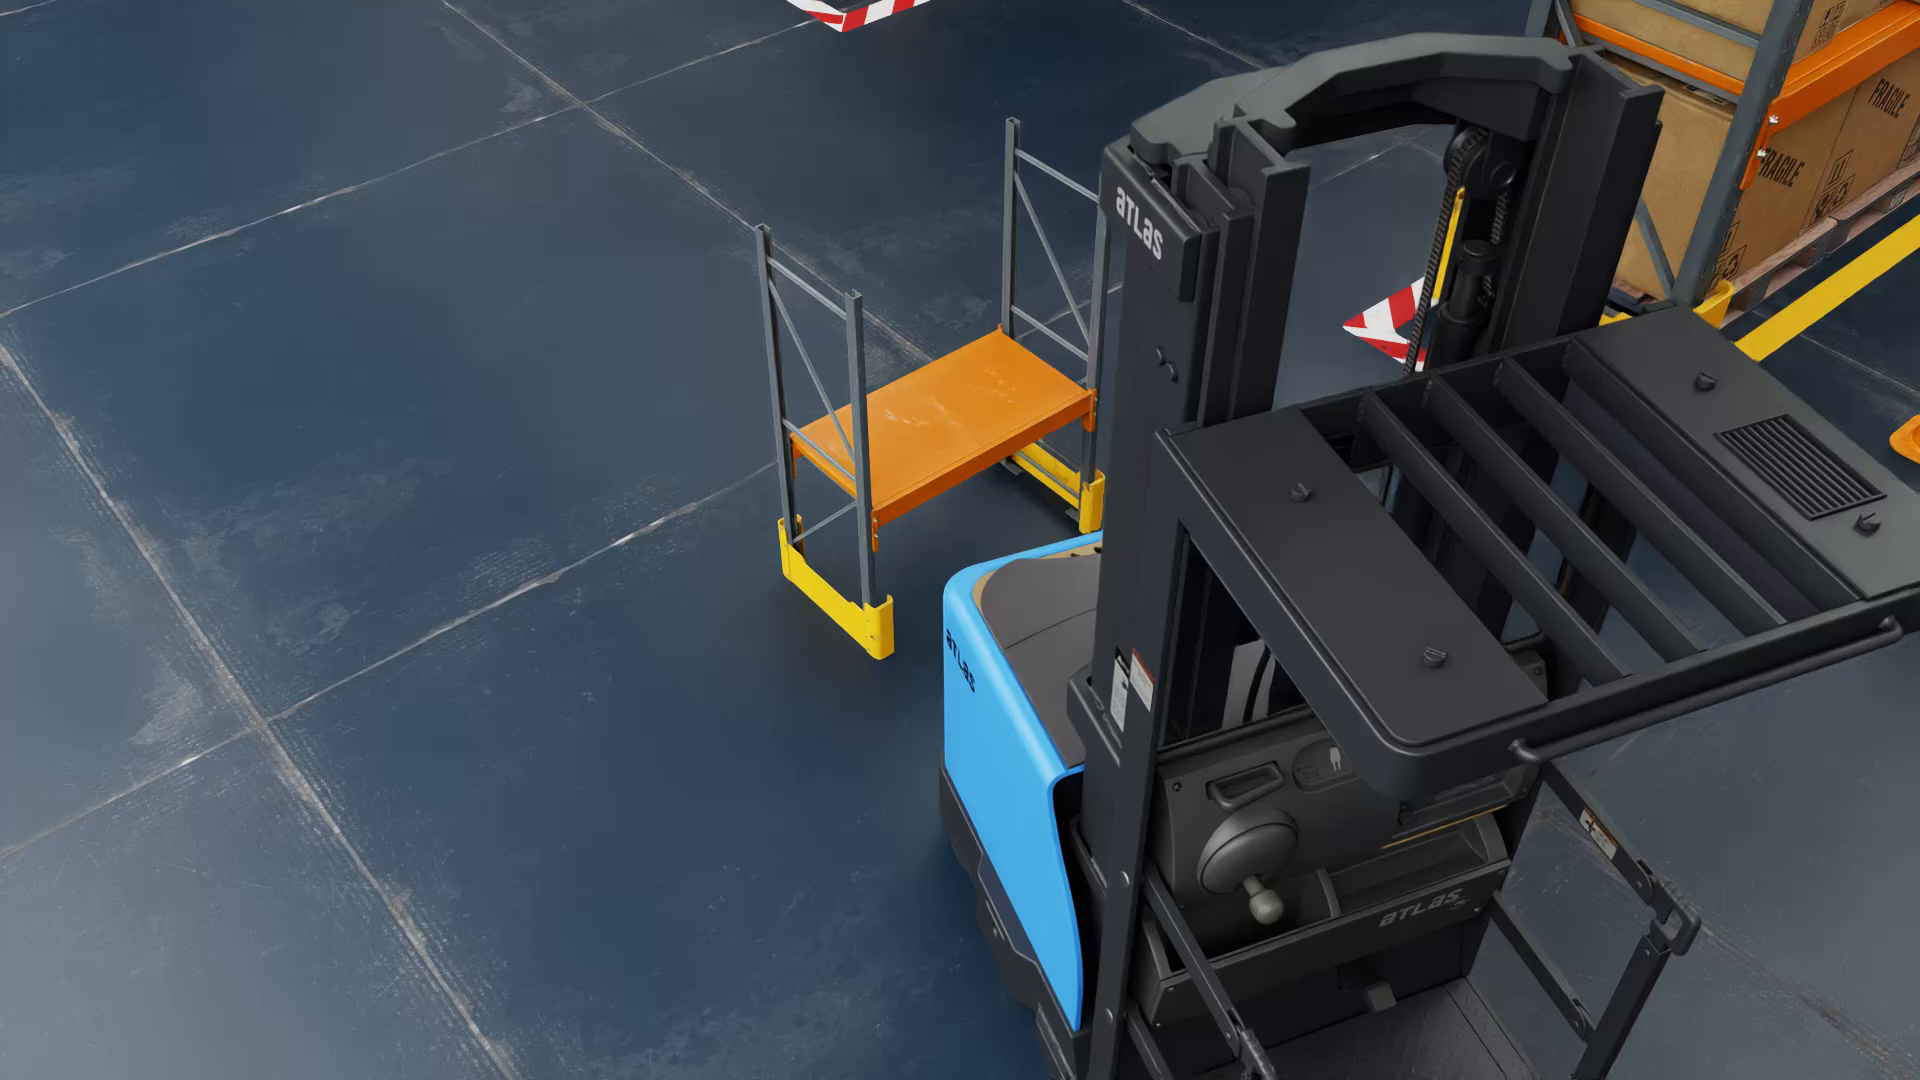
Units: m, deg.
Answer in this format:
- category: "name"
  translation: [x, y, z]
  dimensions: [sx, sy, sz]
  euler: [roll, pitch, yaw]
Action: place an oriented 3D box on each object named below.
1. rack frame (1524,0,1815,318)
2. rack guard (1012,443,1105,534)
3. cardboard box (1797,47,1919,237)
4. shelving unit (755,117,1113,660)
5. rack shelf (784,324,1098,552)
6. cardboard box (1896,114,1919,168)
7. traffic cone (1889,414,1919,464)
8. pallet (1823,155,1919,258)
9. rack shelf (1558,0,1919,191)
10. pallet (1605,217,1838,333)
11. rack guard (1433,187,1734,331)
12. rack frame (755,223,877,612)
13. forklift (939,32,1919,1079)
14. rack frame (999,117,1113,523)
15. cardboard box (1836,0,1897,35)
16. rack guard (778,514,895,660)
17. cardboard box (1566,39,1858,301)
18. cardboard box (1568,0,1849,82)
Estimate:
- category: "rack frame"
  translation: [2.604, -1.973, 6.160]
  dimensions: [0.127, 3.000, 1.000]
  euler: [-30, 51, -28]
- category: "rack guard"
  translation: [0.324, -0.276, 6.362]
  dimensions: [0.087, 0.250, 0.587]
  euler: [-30, 51, -28]
- category: "cardboard box"
  translation: [3.756, -2.072, 7.510]
  dimensions: [0.875, 0.875, 0.875]
  euler: [-31, 51, -28]
- category: "shelving unit"
  translation: [-0.058, -0.513, 5.701]
  dimensions: [1.083, 1.500, 0.587]
  euler: [-30, 51, -28]
- category: "rack shelf"
  translation: [-0.065, -0.378, 5.820]
  dimensions: [1.000, 0.185, 0.538]
  euler: [-30, 51, -28]
- category: "cardboard box"
  translation: [4.456, -2.471, 7.935]
  dimensions: [0.875, 0.875, 0.875]
  euler: [-29, 51, -28]
- category: "traffic cone"
  translation: [3.923, -0.536, 6.483]
  dimensions: [0.334, 0.463, 0.336]
  euler: [-30, 51, -28]
- category: "pallet"
  translation: [4.103, -1.882, 8.100]
  dimensions: [1.213, 0.211, 1.003]
  euler: [-30, 51, -28]
- category: "rack shelf"
  translation: [4.138, -2.589, 7.341]
  dimensions: [4.000, 0.370, 1.077]
  euler: [-30, 51, -28]
- category: "pallet"
  translation: [3.168, -1.349, 7.532]
  dimensions: [1.213, 0.211, 1.003]
  euler: [-30, 51, -28]
- category: "rack guard"
  translation: [2.586, -1.051, 7.004]
  dimensions: [0.348, 0.500, 1.175]
  euler: [-30, 51, -28]
- category: "rack frame"
  translation: [-0.455, -0.286, 5.459]
  dimensions: [0.032, 1.500, 0.500]
  euler: [-30, 51, -28]
- category: "forklift"
  translation: [0.944, 0.625, 3.444]
  dimensions: [1.130, 2.935, 3.031]
  euler: [-15, 45, -15]
- category: "rack frame"
  translation: [0.324, -0.733, 5.934]
  dimensions: [0.032, 1.500, 0.500]
  euler: [-30, 51, -28]
- category: "cardboard box"
  translation: [3.268, -2.468, 6.577]
  dimensions: [0.550, 0.550, 0.875]
  euler: [-30, 51, -28]
- category: "rack guard"
  translation: [-0.440, 0.161, 5.896]
  dimensions: [0.087, 0.250, 0.587]
  euler: [-30, 51, -28]
- category: "cardboard box"
  translation: [3.082, -1.684, 7.098]
  dimensions: [0.875, 0.875, 0.875]
  euler: [-29, 51, -28]
- category: "cardboard box"
  translation: [2.860, -2.215, 6.307]
  dimensions: [0.550, 0.550, 0.875]
  euler: [-30, 51, -28]
